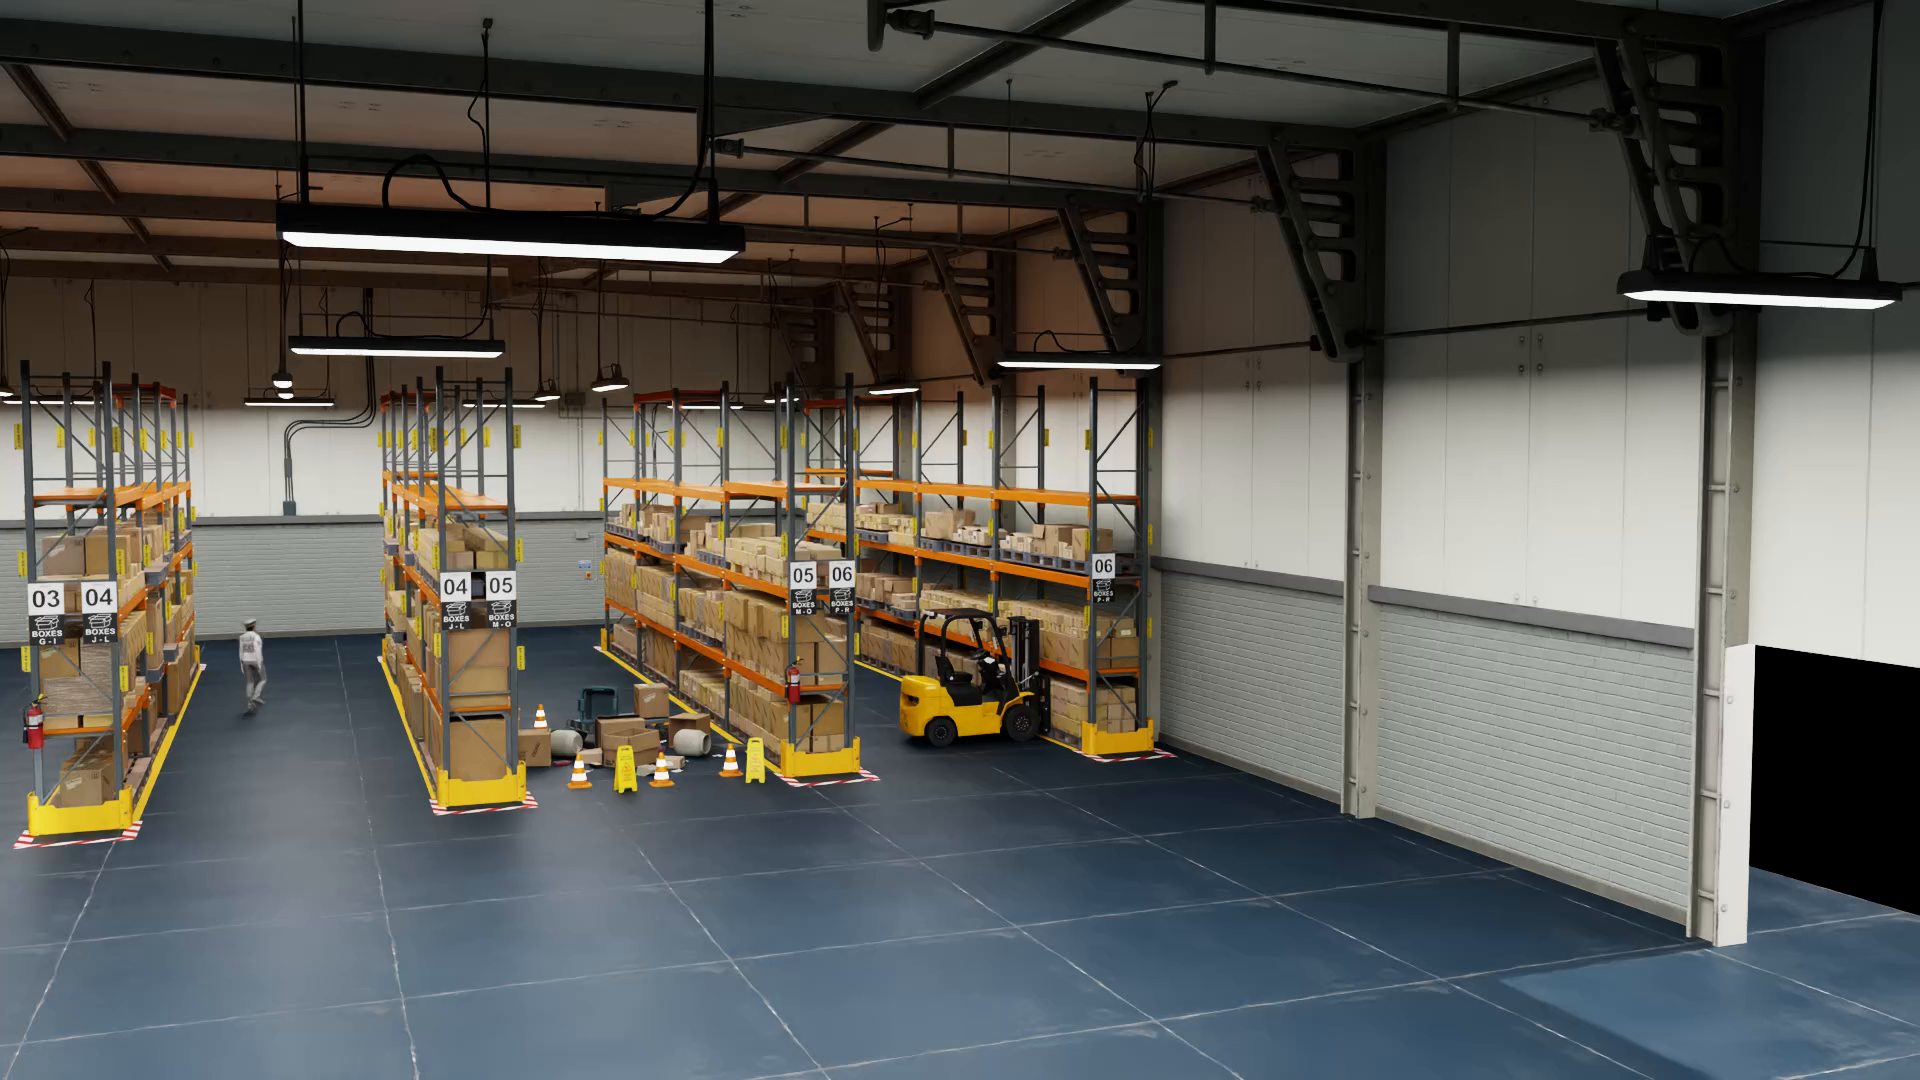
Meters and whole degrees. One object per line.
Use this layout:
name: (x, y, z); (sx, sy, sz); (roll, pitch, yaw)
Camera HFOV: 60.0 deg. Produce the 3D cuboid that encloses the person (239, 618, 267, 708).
person: (-13.163, 2.295, 30.896); (0.520, 1.660, 0.492); (0, 3, -2)
